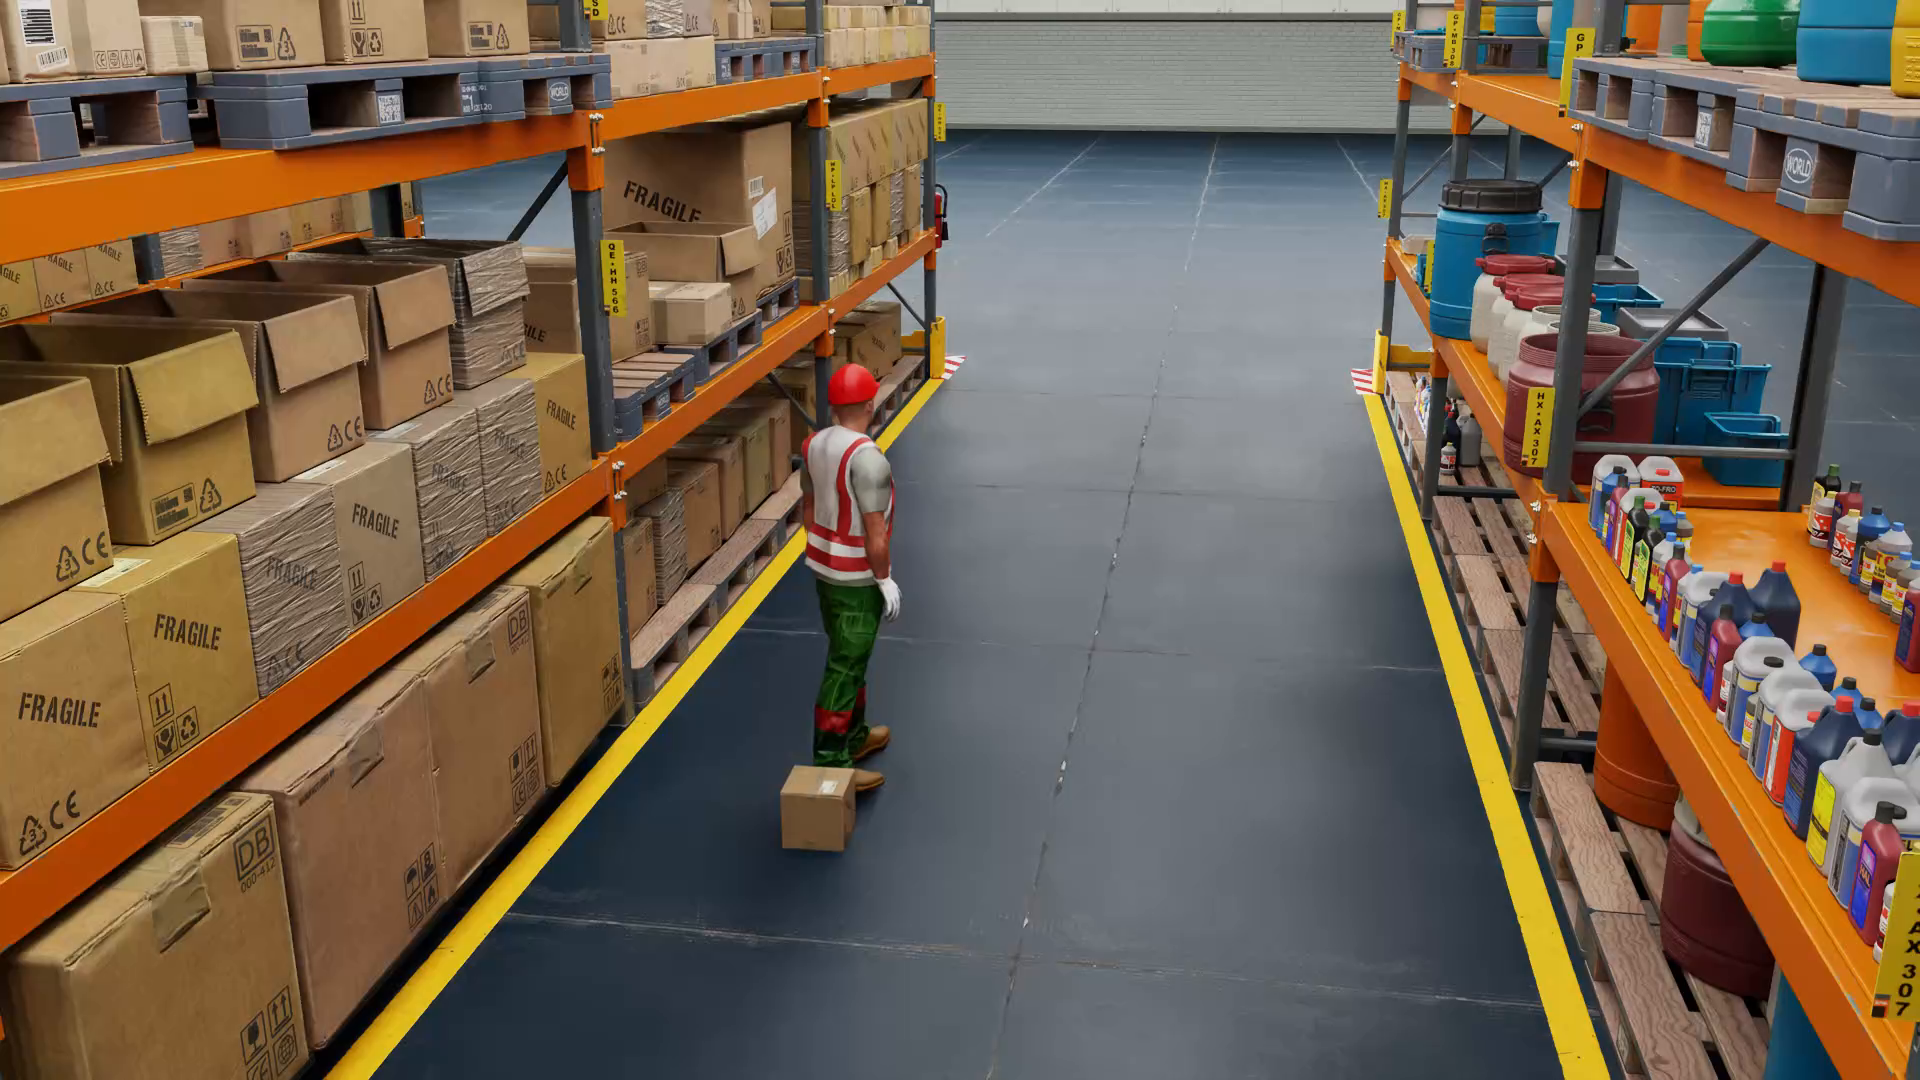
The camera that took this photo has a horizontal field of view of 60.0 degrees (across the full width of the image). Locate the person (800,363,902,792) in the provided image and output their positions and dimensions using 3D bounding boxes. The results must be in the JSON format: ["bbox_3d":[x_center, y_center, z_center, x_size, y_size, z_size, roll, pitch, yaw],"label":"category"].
[{"bbox_3d":[-0.448,0.148,7.018,0.531,1.787,0.564,-11,21,-30],"label":"person"}]
